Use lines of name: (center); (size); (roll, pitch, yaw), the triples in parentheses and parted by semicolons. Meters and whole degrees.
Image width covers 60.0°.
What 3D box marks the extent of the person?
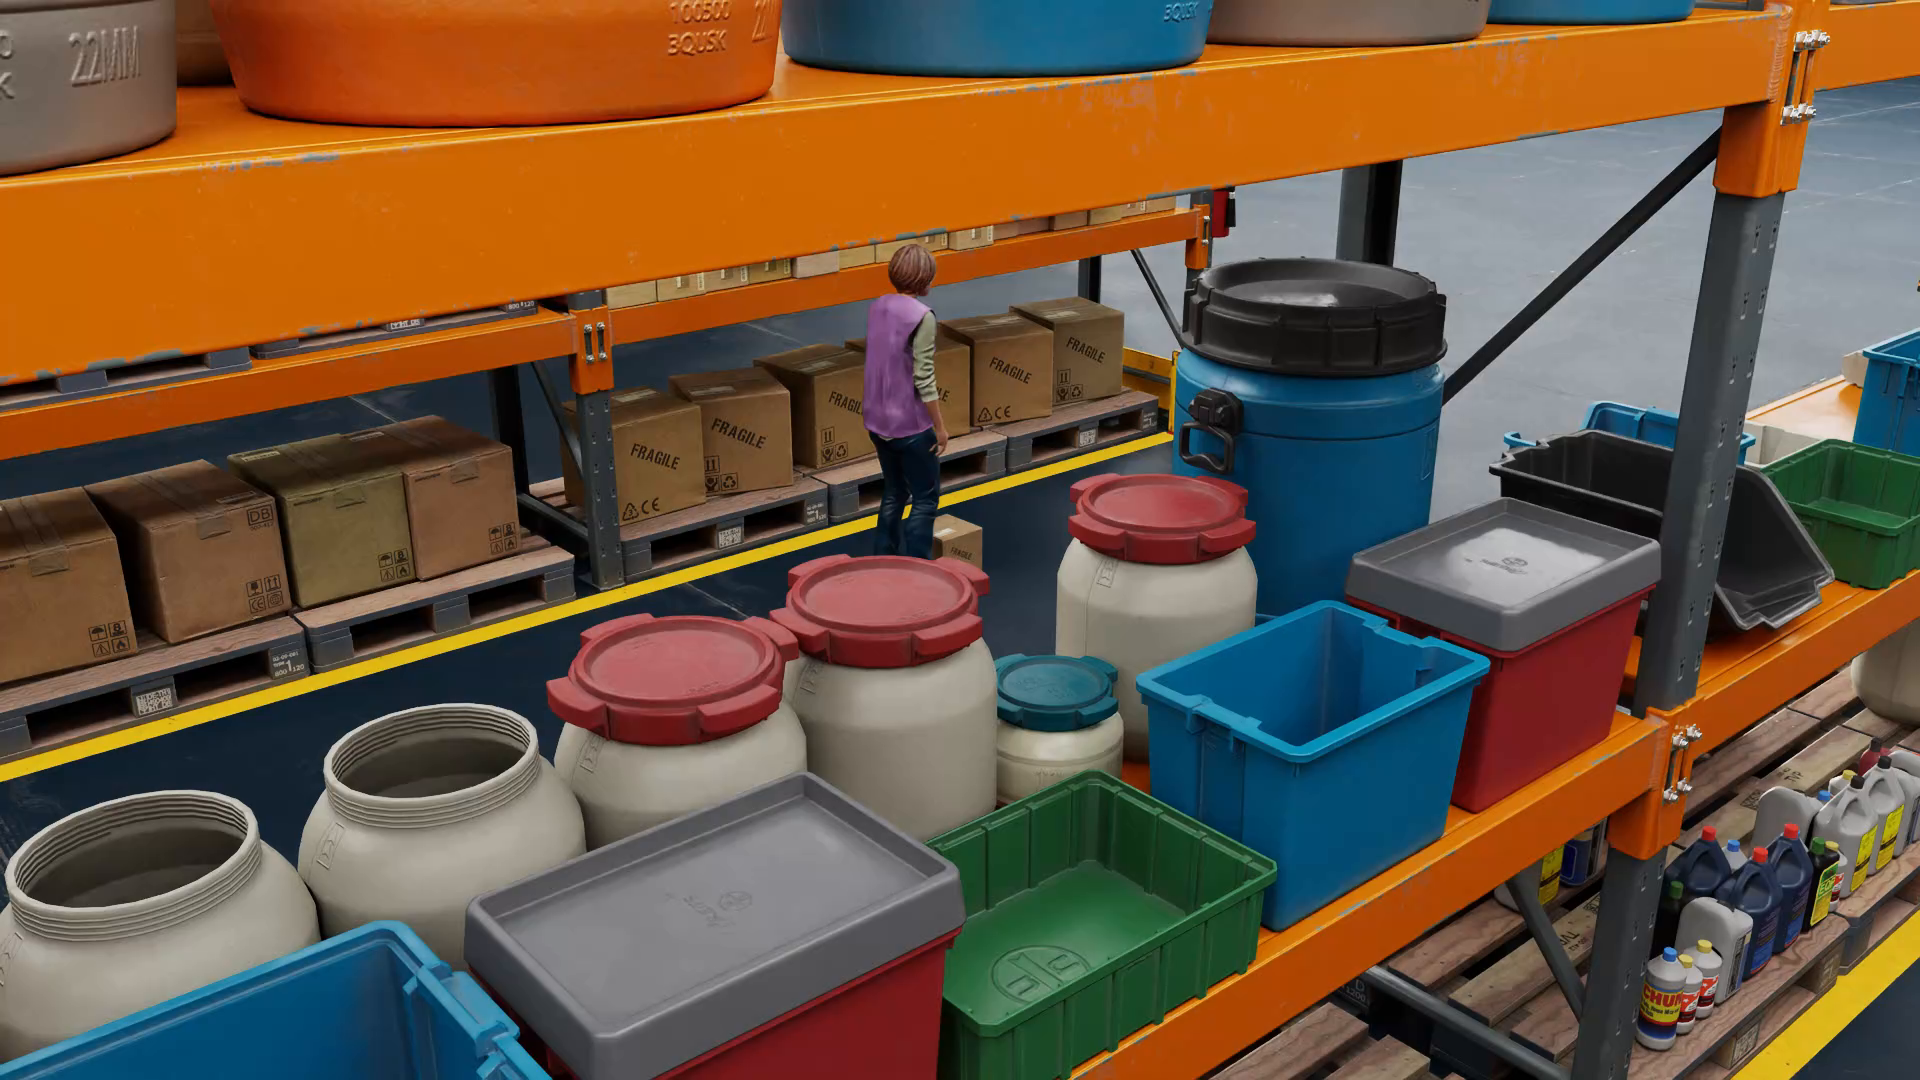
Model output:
person: (-0.244, -0.512, 7.413); (0.343, 1.593, 0.462); (-17, 27, -37)
